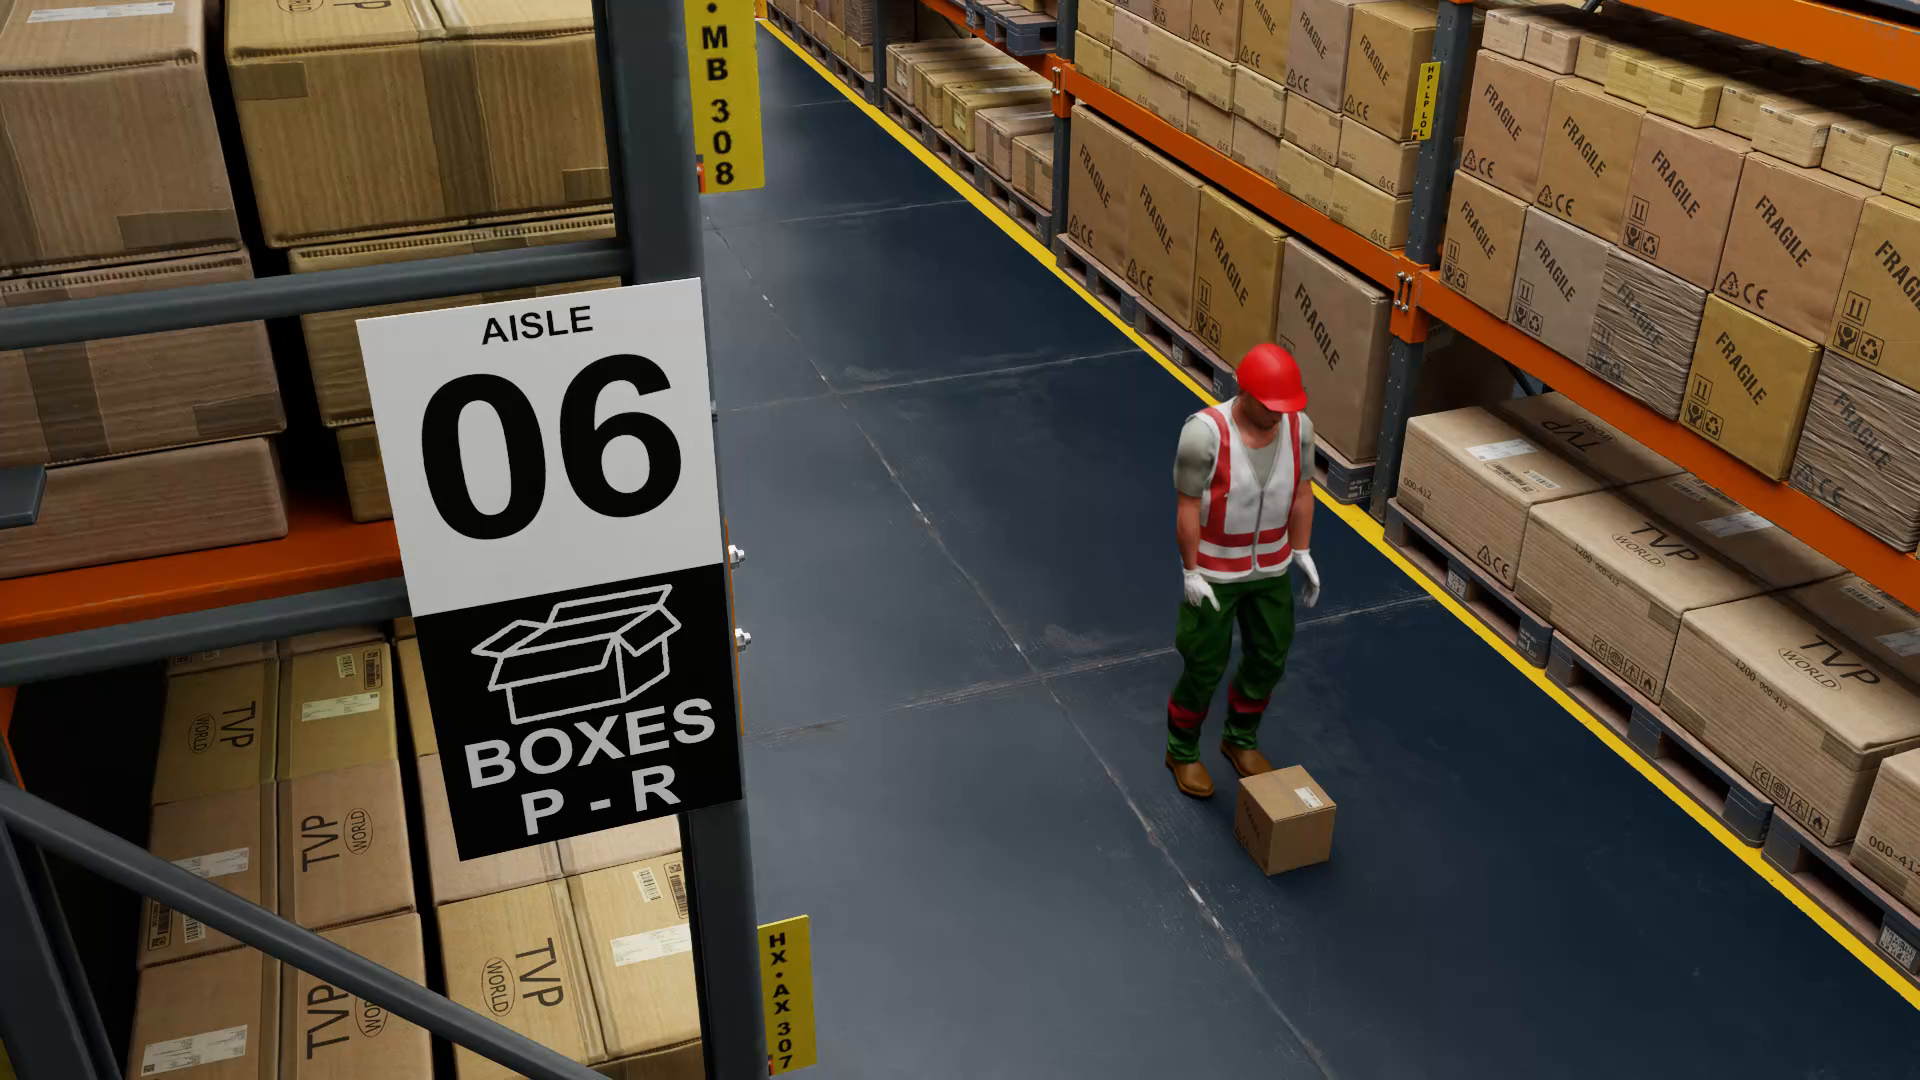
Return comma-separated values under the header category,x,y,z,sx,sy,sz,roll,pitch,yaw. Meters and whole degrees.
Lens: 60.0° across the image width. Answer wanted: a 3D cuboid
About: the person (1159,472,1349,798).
category,x,y,z,sx,sy,sz,roll,pitch,yaw
person,1.047,0.293,5.970,0.584,1.412,0.766,-10,31,-17
